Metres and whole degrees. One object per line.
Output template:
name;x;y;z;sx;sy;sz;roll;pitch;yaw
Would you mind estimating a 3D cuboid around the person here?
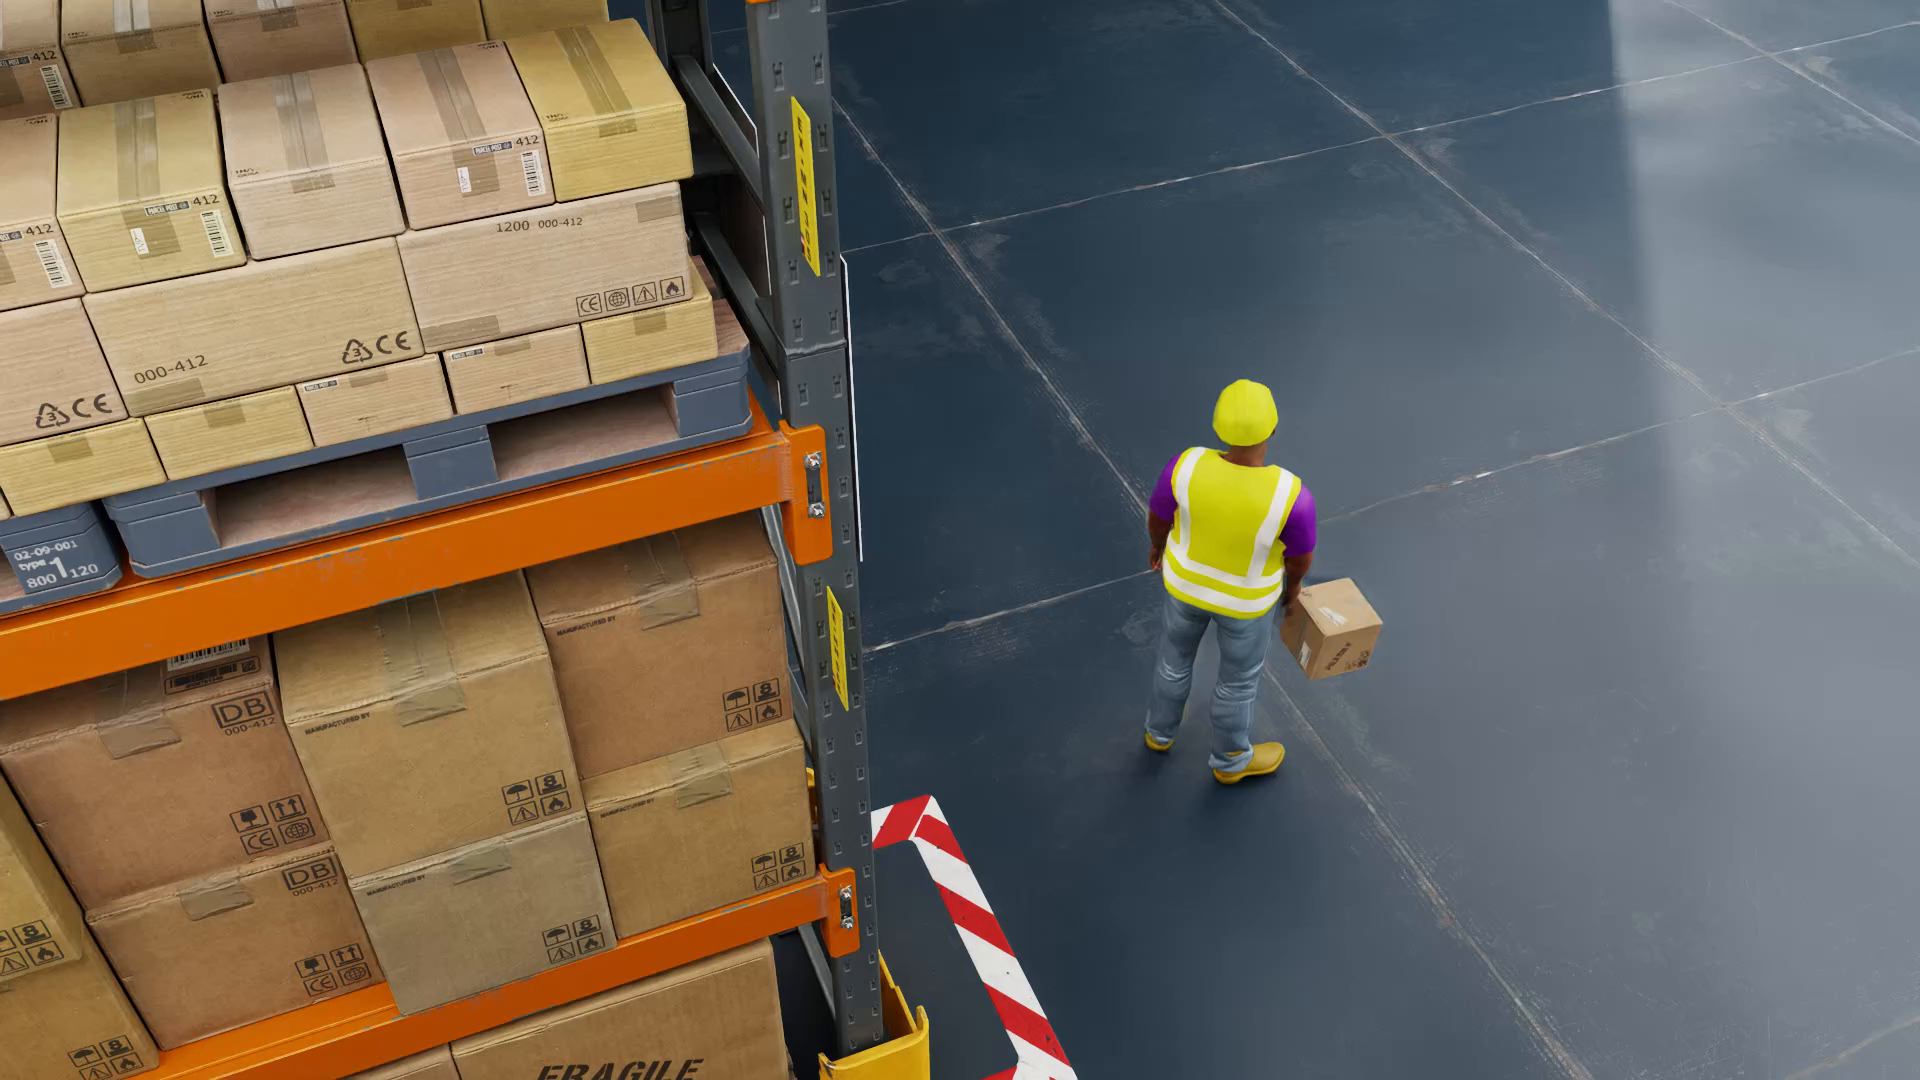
person;0.946;0.144;5.941;0.613;1.766;0.385;13;43;14
